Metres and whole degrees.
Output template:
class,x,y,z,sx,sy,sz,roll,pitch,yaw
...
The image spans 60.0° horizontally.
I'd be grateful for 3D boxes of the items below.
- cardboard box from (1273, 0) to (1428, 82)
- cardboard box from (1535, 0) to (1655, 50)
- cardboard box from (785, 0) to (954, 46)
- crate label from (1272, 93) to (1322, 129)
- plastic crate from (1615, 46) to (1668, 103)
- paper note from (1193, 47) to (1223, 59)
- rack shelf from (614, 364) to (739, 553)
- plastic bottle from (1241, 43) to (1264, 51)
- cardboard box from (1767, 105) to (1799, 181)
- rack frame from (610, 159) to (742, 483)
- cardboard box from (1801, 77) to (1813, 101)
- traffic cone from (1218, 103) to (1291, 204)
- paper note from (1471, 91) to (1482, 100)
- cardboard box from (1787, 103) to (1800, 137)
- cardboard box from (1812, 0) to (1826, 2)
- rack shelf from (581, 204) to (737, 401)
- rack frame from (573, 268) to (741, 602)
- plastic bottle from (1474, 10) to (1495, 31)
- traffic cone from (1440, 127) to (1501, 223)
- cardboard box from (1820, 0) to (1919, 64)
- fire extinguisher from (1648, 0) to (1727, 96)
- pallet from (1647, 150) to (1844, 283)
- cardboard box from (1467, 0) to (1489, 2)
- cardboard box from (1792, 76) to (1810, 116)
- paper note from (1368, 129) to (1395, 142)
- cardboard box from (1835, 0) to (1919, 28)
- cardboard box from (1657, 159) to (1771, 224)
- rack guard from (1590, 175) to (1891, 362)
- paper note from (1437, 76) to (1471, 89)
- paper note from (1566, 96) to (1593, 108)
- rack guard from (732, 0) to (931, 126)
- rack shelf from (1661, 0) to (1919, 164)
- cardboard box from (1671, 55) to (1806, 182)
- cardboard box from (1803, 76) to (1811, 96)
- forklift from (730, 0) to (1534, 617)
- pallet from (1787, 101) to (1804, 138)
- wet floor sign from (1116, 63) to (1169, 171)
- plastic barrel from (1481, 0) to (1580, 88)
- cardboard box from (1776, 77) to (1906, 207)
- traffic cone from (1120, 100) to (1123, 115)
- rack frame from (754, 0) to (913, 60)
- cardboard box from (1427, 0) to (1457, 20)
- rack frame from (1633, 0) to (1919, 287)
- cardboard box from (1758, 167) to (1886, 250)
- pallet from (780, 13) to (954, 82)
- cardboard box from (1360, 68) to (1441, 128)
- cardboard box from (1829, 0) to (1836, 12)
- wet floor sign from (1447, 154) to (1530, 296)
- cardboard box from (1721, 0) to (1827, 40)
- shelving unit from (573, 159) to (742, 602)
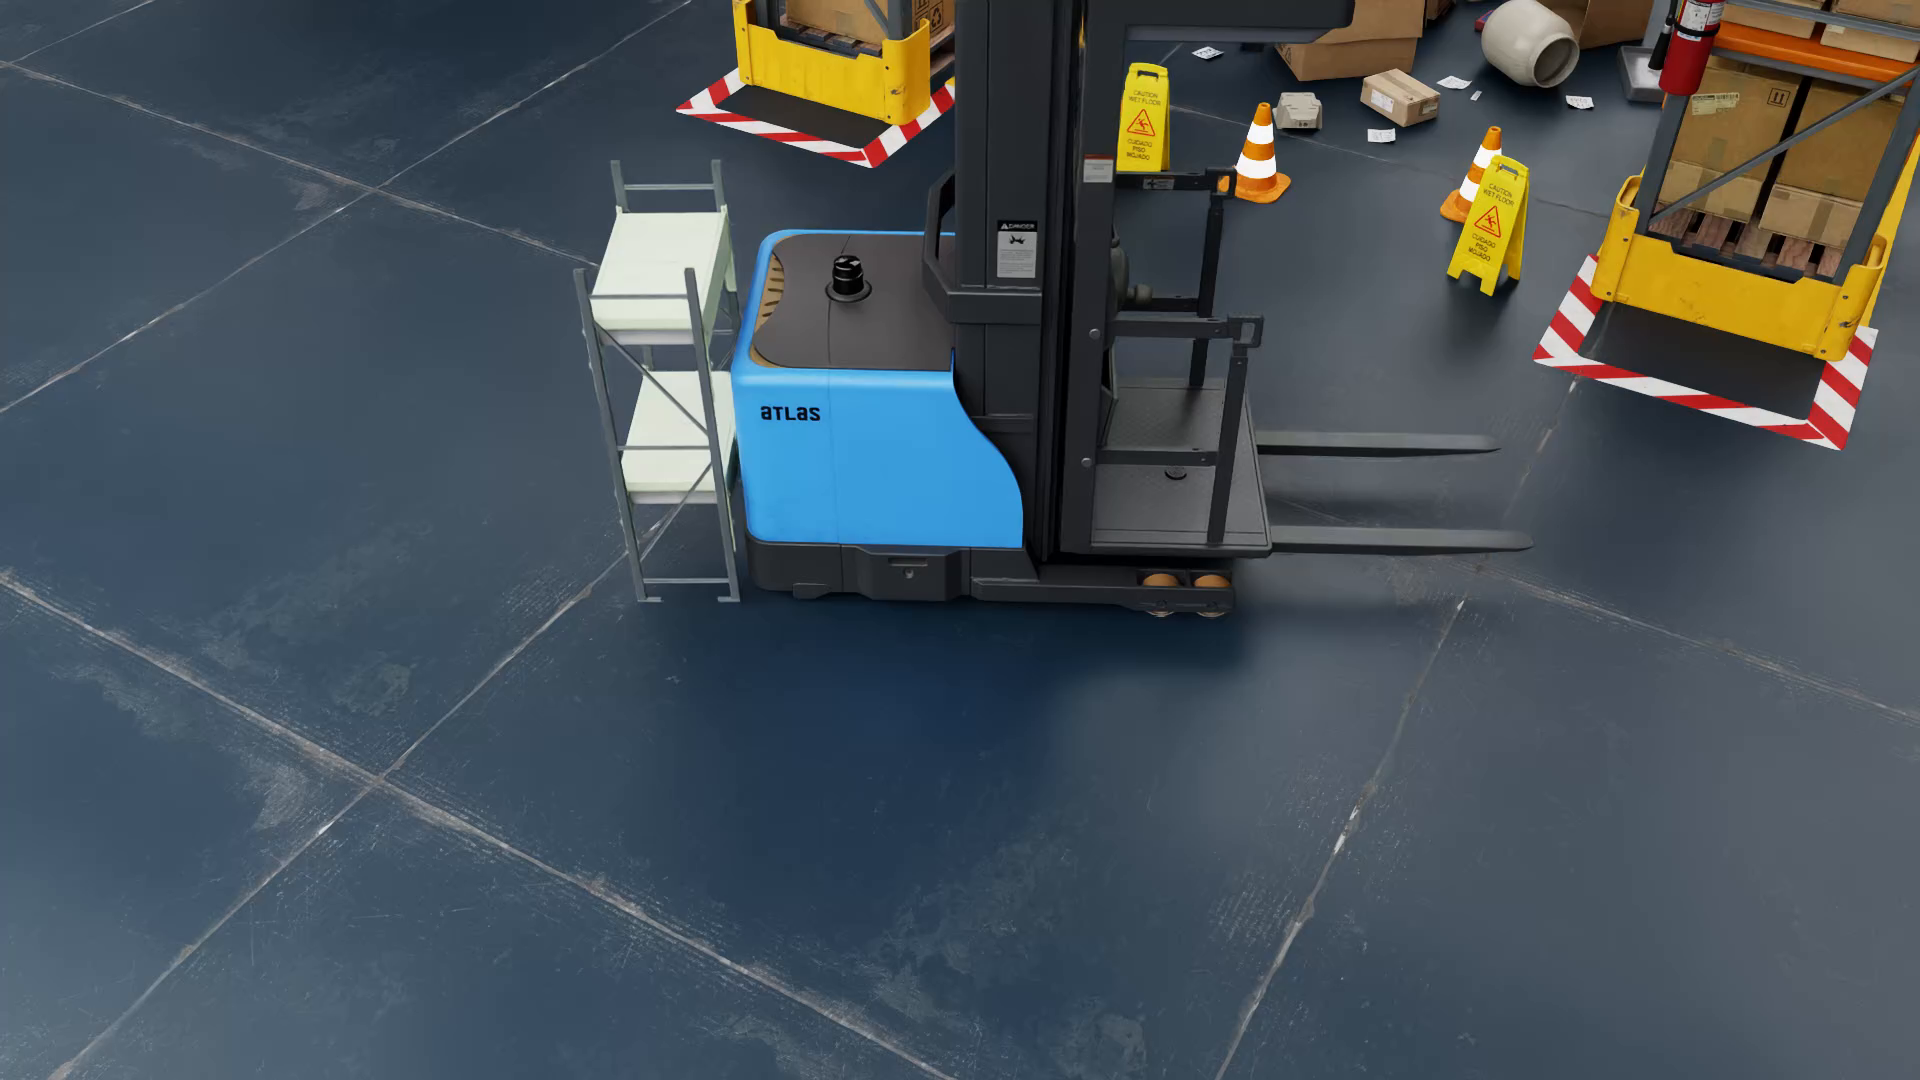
class,x,y,z,sx,sy,sz,roll,pitch,yaw
cardboard box,2.297,-3.088,9.876,0.797,0.503,0.637,-7,42,-7
cardboard box,3.897,-3.371,10.198,0.500,0.500,0.500,-14,43,-15
cardboard box,-0.444,-3.532,9.781,0.875,0.875,0.875,21,46,22
crate label,1.917,-2.424,9.398,0.250,0.136,0.298,0,41,0
plastic crate,4.116,-2.748,9.810,0.402,0.080,0.583,7,42,8
paper note,1.507,-2.959,10.088,0.142,0.017,0.144,-29,49,-29
rack shelf,-1.056,-0.326,6.473,0.431,0.370,0.720,0,41,1
plastic bottle,1.803,-3.093,10.216,0.133,0.061,0.283,7,42,8
cardboard box,4.047,-2.153,8.688,0.500,0.250,0.500,21,46,22
rack frame,-1.058,-0.812,6.532,0.400,1.500,0.023,0,41,1
cardboard box,4.562,-2.735,9.349,0.500,0.250,0.500,20,45,22
traffic cone,1.577,-2.075,8.757,0.336,0.463,0.334,21,45,22
paper note,3.006,-2.589,9.682,0.032,0.001,0.123,21,45,22
cardboard box,4.305,-2.455,9.030,0.500,0.250,0.500,19,45,21
cardboard box,3.643,-2.733,7.283,0.500,0.500,0.500,20,45,21
rack shelf,-1.067,-0.863,6.000,0.431,0.370,0.720,0,41,1
rack frame,-1.065,-0.329,5.983,0.400,1.500,0.023,0,41,1
plastic bottle,3.342,-3.250,10.394,0.133,0.061,0.283,29,49,29
traffic cone,2.708,-1.903,8.561,0.336,0.463,0.334,21,45,22
cardboard box,3.959,-2.214,7.184,0.380,0.149,0.250,21,46,22
fire extinguisher,3.154,-2.240,7.083,0.296,0.674,0.183,21,45,22
pallet,4.085,-1.632,8.444,1.003,0.211,1.213,21,45,22
cardboard box,3.346,-3.689,10.738,0.258,0.266,0.396,-7,42,-7
cardboard box,4.043,-2.434,8.439,0.500,0.500,0.500,23,46,24
paper note,2.360,-2.267,9.301,0.148,0.019,0.142,7,42,8
cardboard box,4.087,-2.511,7.031,0.500,0.500,0.500,20,45,21
cardboard box,3.793,-1.873,8.370,0.500,0.250,0.500,21,45,22
rack guard,3.648,-1.288,7.834,1.175,0.500,0.348,21,45,22
paper note,2.914,-2.699,9.801,0.142,0.019,0.148,-29,49,-29
paper note,3.583,-2.537,9.607,0.142,0.019,0.148,7,42,8
rack guard,-0.738,-2.810,9.562,1.175,0.500,0.348,21,45,22
rack shelf,4.611,-3.057,8.496,1.077,0.370,4.000,21,45,22
cardboard box,3.785,-2.134,8.099,0.500,0.500,0.500,21,46,22
cardboard box,4.302,-2.720,8.765,0.500,0.500,0.500,20,45,21
forklift,0.704,-1.164,5.854,3.031,2.935,1.130,1,41,2
pallet,4.696,-2.328,9.234,1.003,0.211,1.213,21,45,22
wet floor sign,0.973,-2.207,8.767,0.267,0.644,0.232,14,43,15
plastic barrel,3.333,-2.898,9.721,0.421,0.421,0.512,-14,43,-15
cardboard box,4.264,-1.973,7.917,0.500,0.500,0.500,19,45,21
traffic cone,0.769,-2.644,9.402,0.336,0.463,0.334,21,45,22
rack frame,-0.726,-3.762,8.752,1.000,3.000,0.127,21,45,22
cardboard box,2.758,-3.677,10.441,0.797,0.637,0.503,21,45,22
rack frame,3.610,-2.182,6.958,1.000,3.000,0.127,21,45,22
cardboard box,4.253,-1.678,8.149,0.500,0.250,0.500,21,45,22
pallet,-0.394,-3.198,10.222,1.003,0.211,1.213,21,45,22
cardboard box,2.517,-2.530,9.510,0.250,0.149,0.380,-21,45,-22
cardboard box,4.073,-2.363,7.354,0.380,0.149,0.250,22,46,23
wet floor sign,2.588,-1.544,8.015,0.232,0.644,0.267,-29,49,-29
cardboard box,3.612,-2.373,7.365,0.380,0.149,0.250,22,46,23
shelving unit,-1.061,-0.570,6.258,0.431,1.500,0.755,0,41,1
